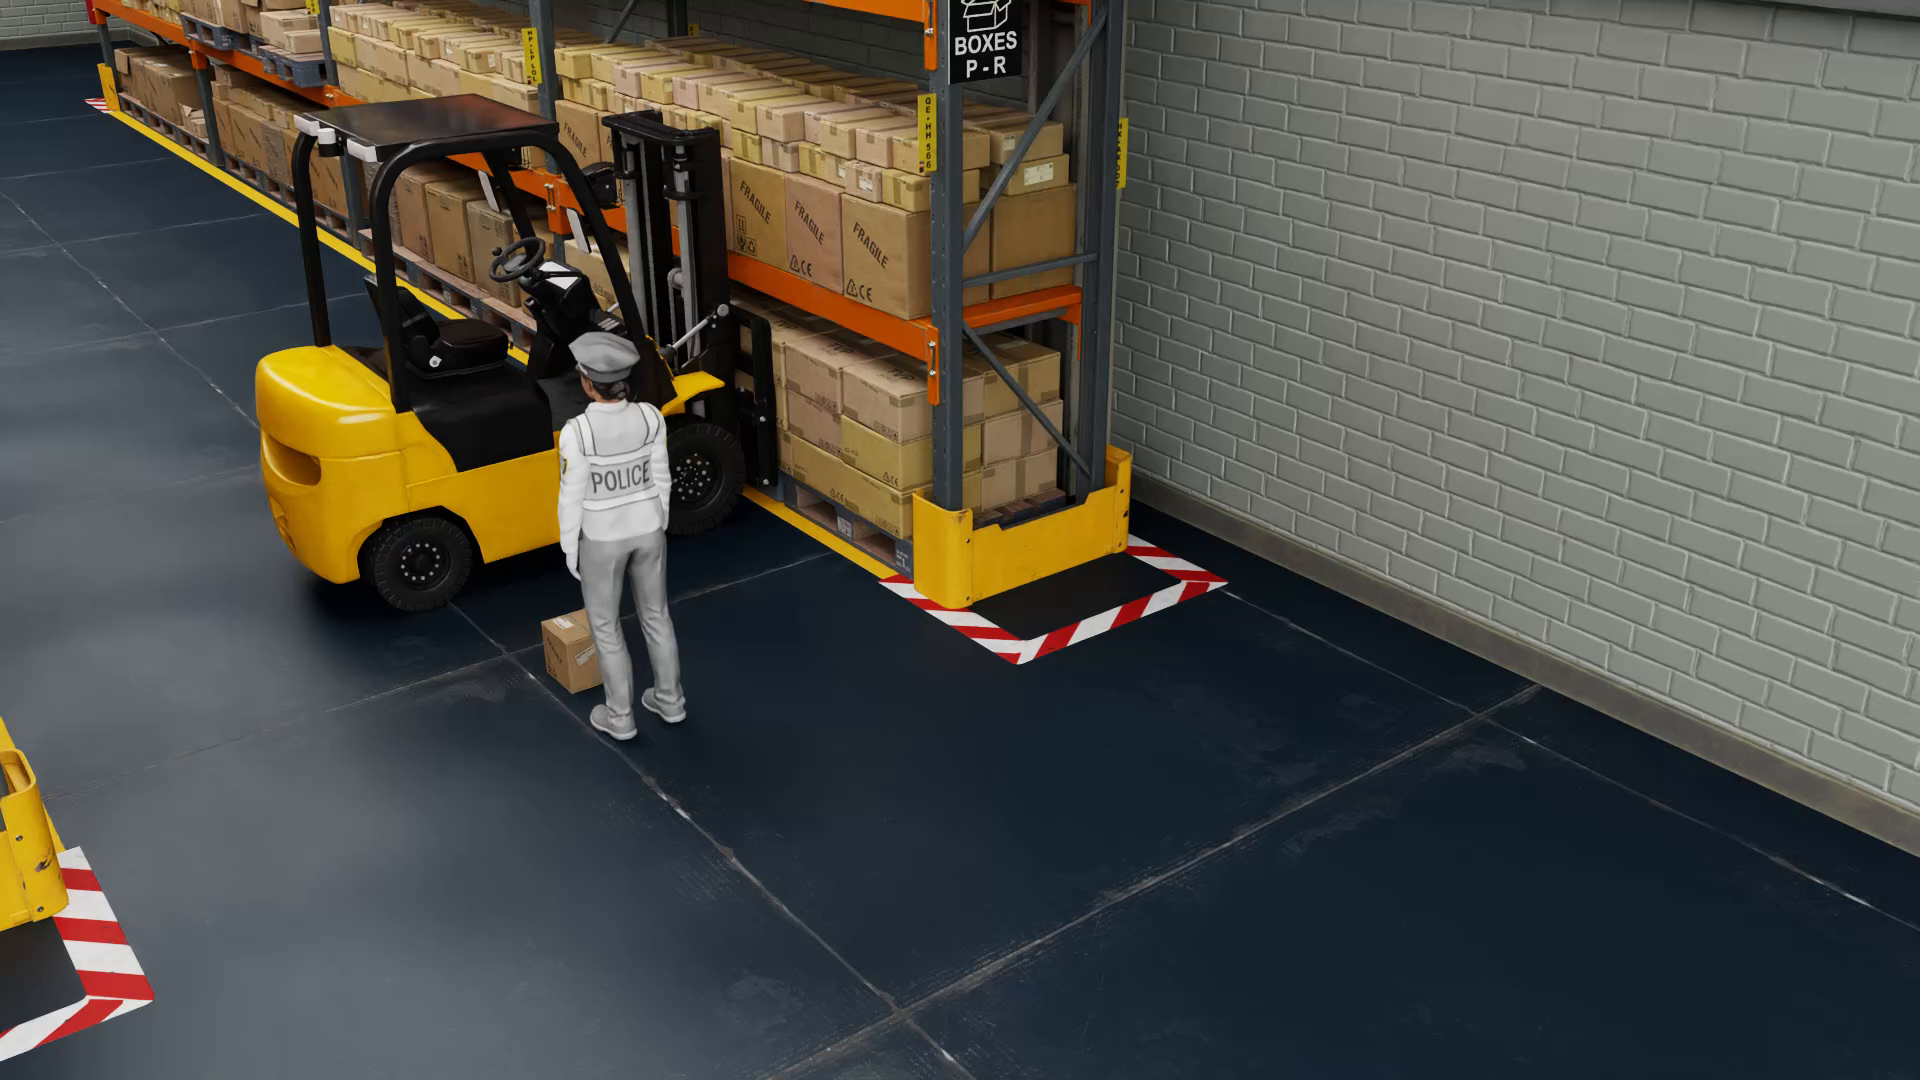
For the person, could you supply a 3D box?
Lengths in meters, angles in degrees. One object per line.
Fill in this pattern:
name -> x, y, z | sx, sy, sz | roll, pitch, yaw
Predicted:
person -> -1.446, 0.282, 6.838 | 0.494, 0.964, 0.848 | -18, 30, -34
